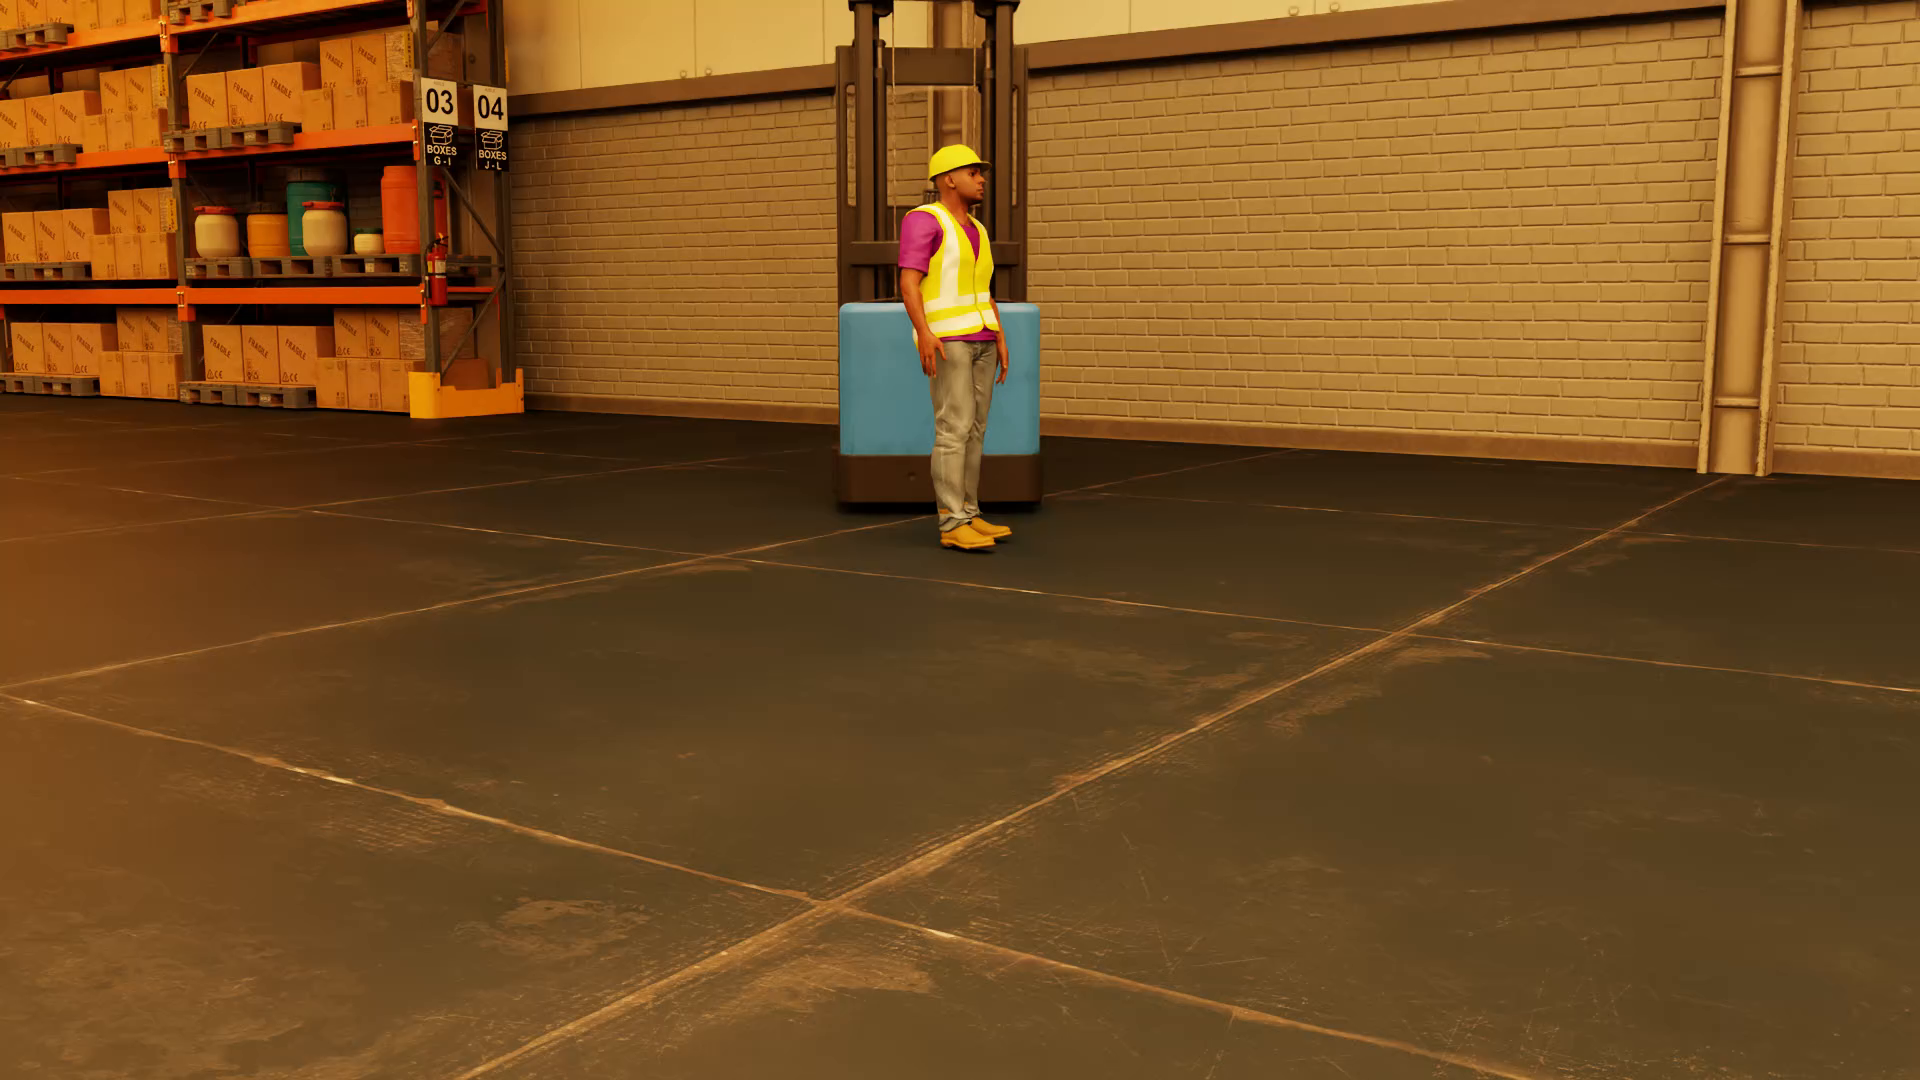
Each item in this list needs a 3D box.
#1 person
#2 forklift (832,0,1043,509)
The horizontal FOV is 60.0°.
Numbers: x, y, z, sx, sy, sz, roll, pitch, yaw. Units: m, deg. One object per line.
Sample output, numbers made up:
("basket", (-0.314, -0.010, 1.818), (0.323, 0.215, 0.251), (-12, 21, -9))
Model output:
("person", (0.054, -0.875, 7.435), (0.576, 1.766, 0.665), (5, 10, 34))
("forklift", (-0.172, -1.784, 9.740), (1.130, 2.935, 3.031), (0, 8, -3))
